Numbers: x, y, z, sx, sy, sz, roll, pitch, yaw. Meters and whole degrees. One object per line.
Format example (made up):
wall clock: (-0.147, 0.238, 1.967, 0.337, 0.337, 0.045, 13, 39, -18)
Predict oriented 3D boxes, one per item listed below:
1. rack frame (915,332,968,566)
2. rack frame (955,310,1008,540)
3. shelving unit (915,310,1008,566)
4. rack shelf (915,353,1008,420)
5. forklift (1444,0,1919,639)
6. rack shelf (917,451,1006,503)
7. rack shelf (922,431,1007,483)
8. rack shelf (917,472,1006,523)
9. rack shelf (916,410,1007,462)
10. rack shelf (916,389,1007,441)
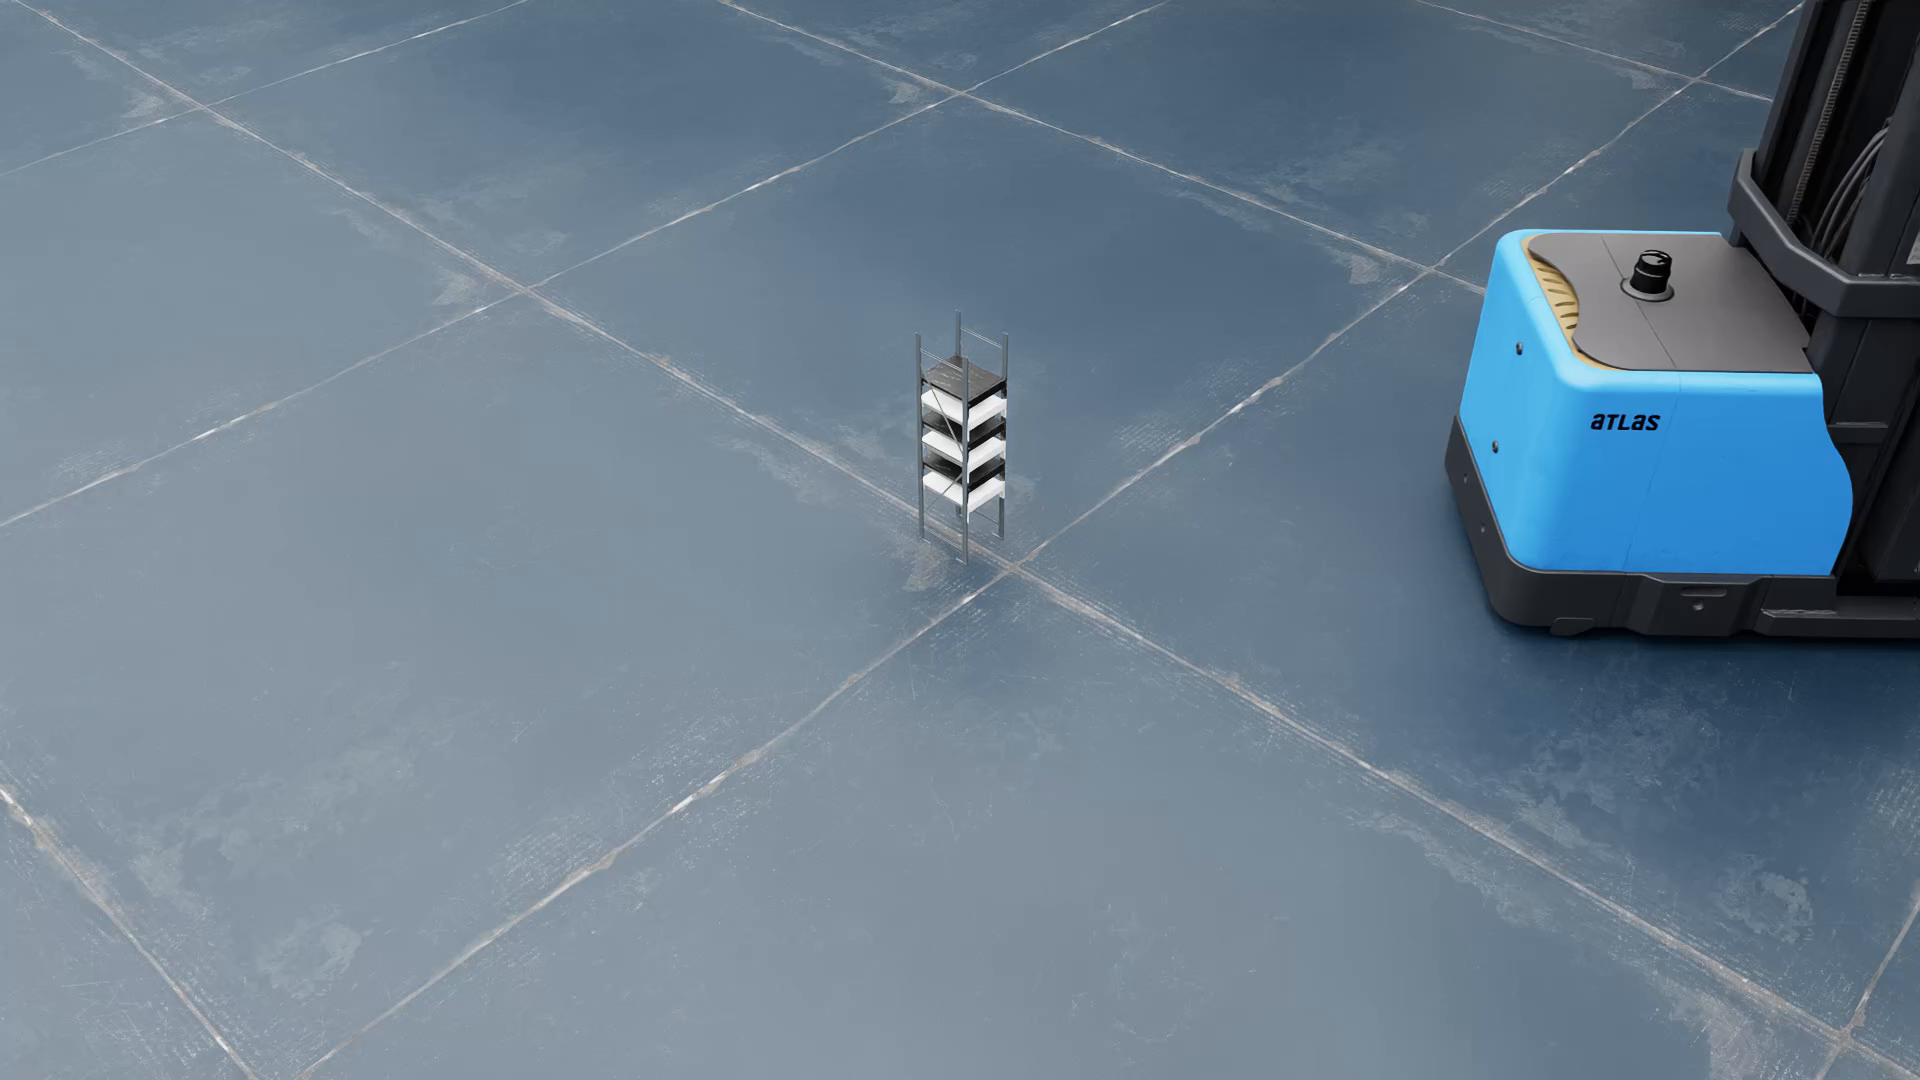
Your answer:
rack frame: (-0.063, -0.309, 5.916, 0.240, 0.900, 0.006, 30, 47, 32)
rack frame: (0.074, -0.403, 6.033, 0.240, 0.900, 0.006, 30, 47, 32)
shelving unit: (0.005, -0.356, 5.975, 0.258, 0.900, 0.210, 30, 47, 32)
rack shelf: (0.005, -0.541, 5.827, 0.258, 0.077, 0.200, 30, 47, 32)
forklift: (3.396, -1.094, 5.271, 3.031, 2.935, 1.130, 1, 39, 1)
rack shelf: (0.005, -0.259, 6.051, 0.258, 0.077, 0.200, 30, 47, 32)
rack shelf: (0.005, -0.330, 5.995, 0.258, 0.077, 0.200, 30, 47, 32)
rack shelf: (0.005, -0.189, 6.107, 0.258, 0.077, 0.200, 30, 47, 32)
rack shelf: (0.005, -0.400, 5.939, 0.258, 0.077, 0.200, 30, 47, 32)
rack shelf: (0.005, -0.471, 5.883, 0.258, 0.077, 0.200, 30, 47, 32)
